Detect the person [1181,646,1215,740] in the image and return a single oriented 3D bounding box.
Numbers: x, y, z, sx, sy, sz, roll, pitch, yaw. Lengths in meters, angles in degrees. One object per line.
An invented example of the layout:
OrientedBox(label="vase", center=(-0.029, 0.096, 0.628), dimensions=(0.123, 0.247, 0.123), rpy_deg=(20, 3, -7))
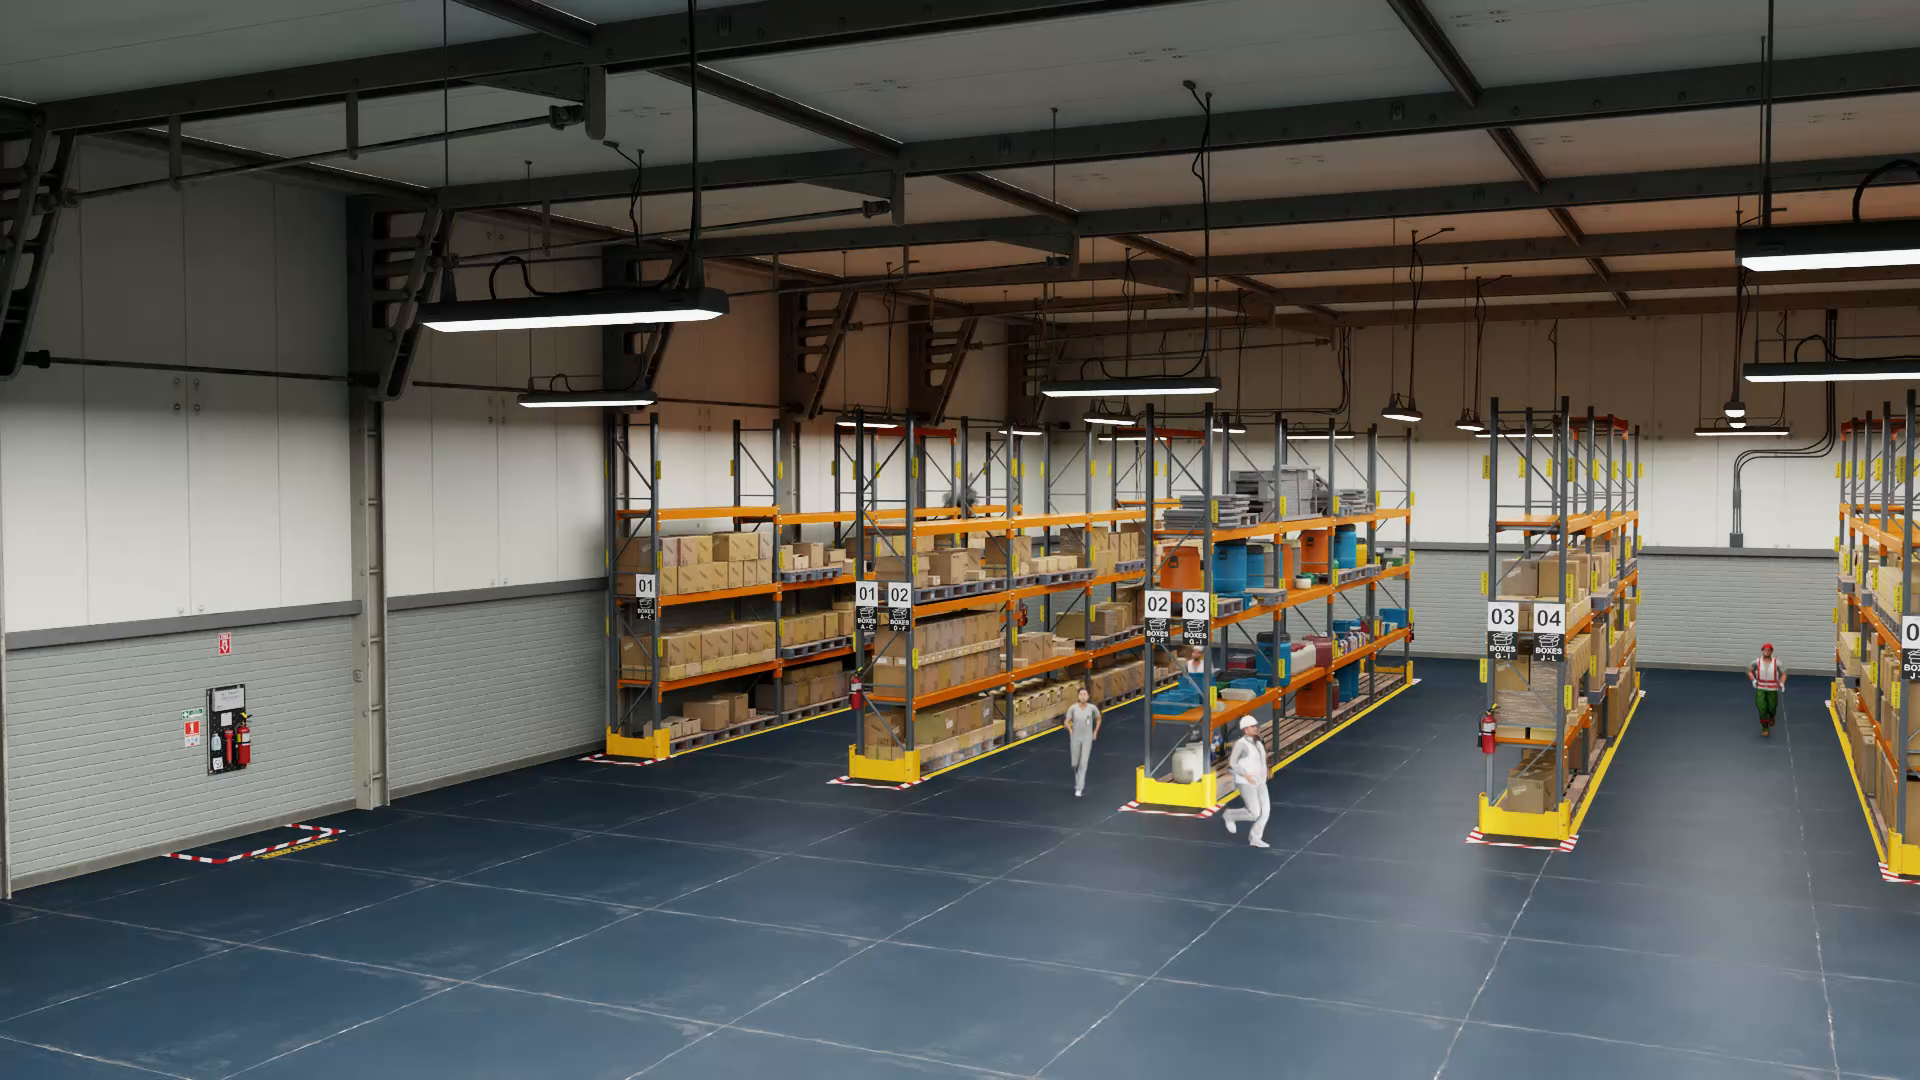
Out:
OrientedBox(label="person", center=(4.454, 2.839, 31.116), dimensions=(0.676, 1.724, 0.675), rpy_deg=(1, 3, 21))

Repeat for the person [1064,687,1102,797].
OrientedBox(label="person", center=(1.908, 3.103, 25.813), dimensions=(0.576, 1.657, 0.836), rpy_deg=(0, 2, 6))

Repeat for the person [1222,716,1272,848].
OrientedBox(label="person", center=(3.852, 3.206, 22.157), dimensions=(0.659, 1.731, 0.678), rpy_deg=(-2, 3, -43))

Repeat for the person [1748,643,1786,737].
OrientedBox(label="person", center=(15.221, 2.818, 31.384), dimensions=(0.656, 1.745, 0.615), rpy_deg=(1, 3, 29))
